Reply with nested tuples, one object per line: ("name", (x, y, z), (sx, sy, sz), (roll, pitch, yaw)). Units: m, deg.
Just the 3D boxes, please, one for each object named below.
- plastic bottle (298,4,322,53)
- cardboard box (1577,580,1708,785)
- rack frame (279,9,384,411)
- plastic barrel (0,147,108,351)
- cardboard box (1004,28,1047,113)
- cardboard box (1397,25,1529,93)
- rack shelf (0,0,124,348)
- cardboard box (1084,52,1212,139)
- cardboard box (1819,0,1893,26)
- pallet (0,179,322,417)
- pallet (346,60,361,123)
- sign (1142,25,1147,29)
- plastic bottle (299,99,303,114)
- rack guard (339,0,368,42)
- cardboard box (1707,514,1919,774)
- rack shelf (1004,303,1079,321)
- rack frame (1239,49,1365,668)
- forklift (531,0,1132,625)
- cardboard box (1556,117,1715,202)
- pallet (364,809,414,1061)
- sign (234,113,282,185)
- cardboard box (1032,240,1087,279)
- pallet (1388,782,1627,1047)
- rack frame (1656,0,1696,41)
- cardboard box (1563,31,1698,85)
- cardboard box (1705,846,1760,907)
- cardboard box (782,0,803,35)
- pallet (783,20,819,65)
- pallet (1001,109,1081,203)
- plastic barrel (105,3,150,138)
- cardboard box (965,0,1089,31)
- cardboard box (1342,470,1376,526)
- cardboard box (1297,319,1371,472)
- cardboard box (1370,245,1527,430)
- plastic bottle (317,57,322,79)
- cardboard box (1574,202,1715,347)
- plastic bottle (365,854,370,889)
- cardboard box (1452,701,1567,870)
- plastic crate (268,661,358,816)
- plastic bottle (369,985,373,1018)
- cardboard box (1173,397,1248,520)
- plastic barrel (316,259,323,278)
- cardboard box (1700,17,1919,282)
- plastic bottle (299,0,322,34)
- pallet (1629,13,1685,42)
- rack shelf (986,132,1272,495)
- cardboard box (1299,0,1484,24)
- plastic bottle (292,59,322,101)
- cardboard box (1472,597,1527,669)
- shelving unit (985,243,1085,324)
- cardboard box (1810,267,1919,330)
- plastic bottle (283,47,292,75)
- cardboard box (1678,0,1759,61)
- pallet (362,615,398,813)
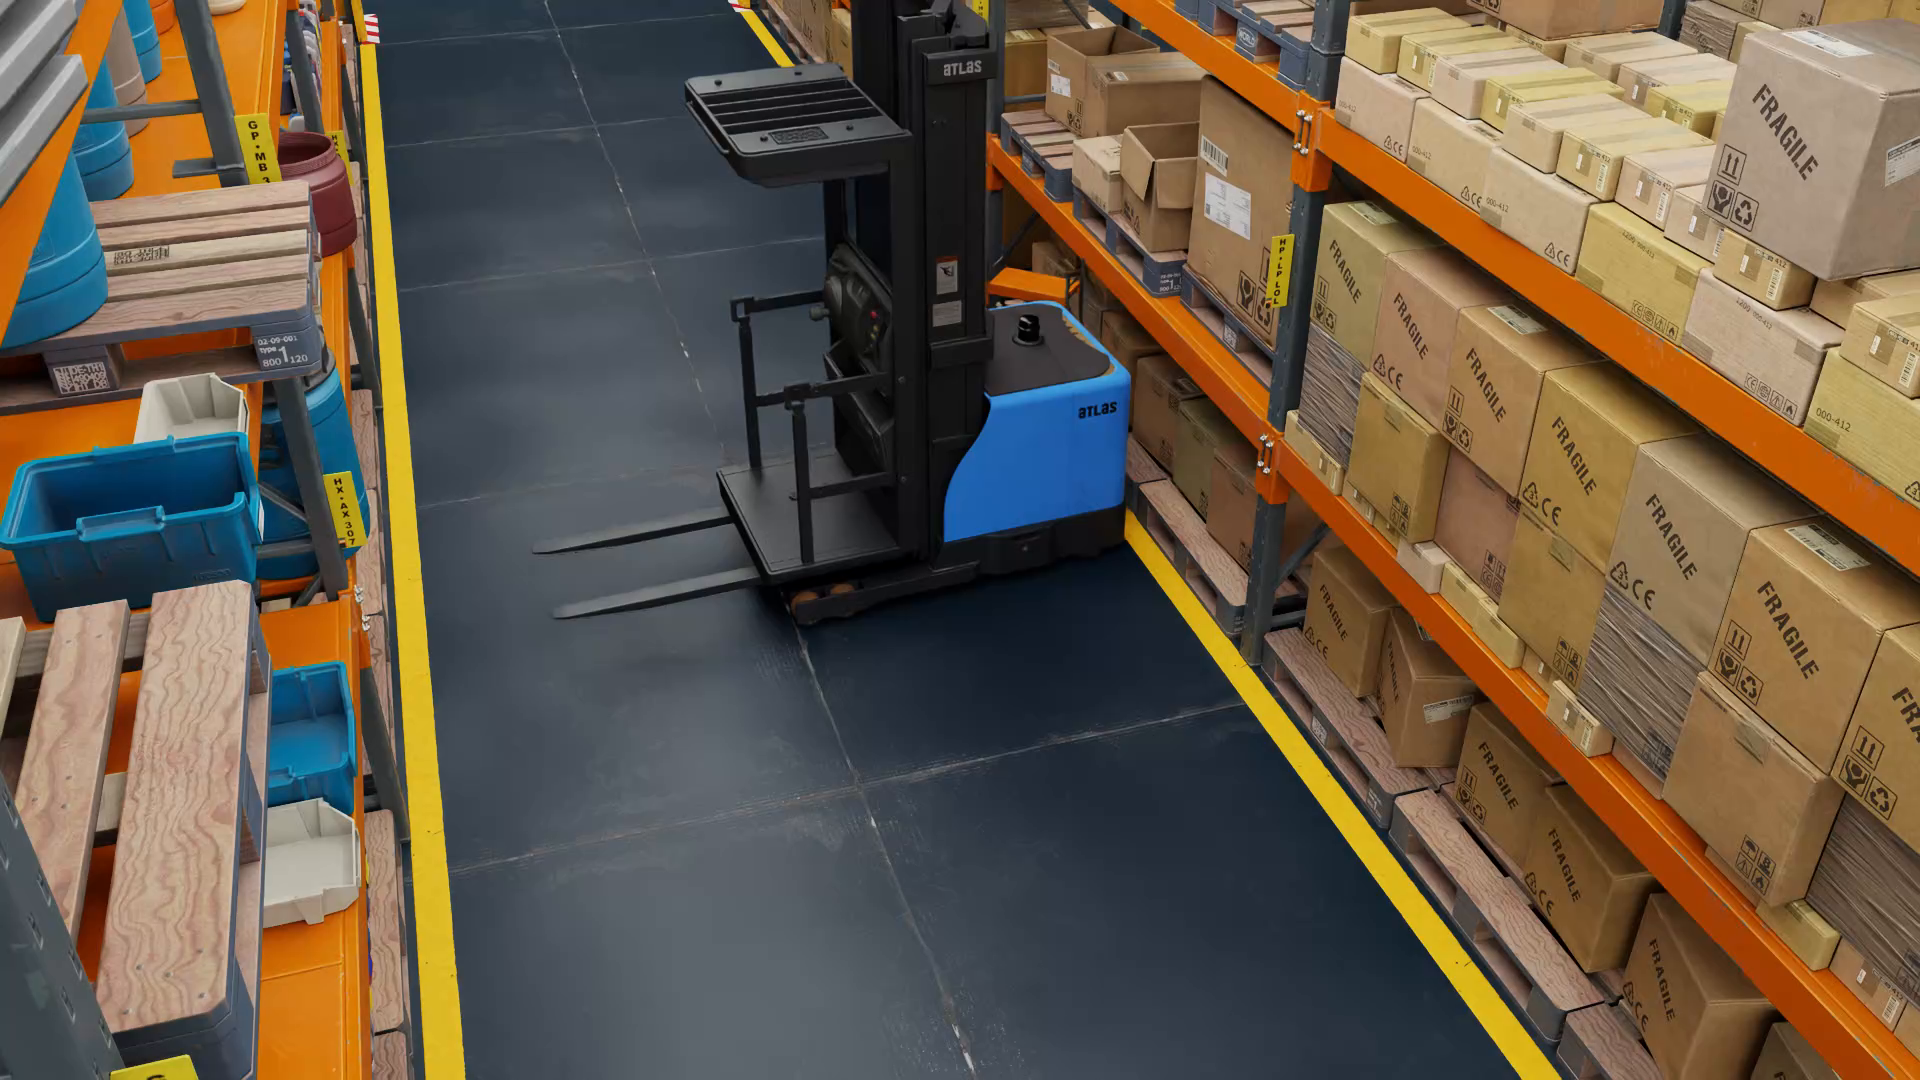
("plastic bottle", (-4.691, -3.661, 11.934), (0.144, 0.351, 0.185), (-10, 35, -15))
("cardboard box", (2.574, 0.387, 5.403), (0.875, 0.500, 0.500), (-10, 35, -15))
("rack frame", (-4.063, -2.009, 9.389), (1.000, 3.000, 0.127), (-10, 35, -15))
("plastic barrel", (-2.641, -1.004, 4.312), (0.600, 0.901, 0.708), (-10, 35, -15))
("cardboard box", (0.267, -3.101, 10.951), (0.500, 0.500, 0.500), (-9, 35, -13))
("cardboard box", (1.826, -1.747, 6.045), (0.380, 0.149, 0.250), (-12, 35, -17))
("rack shelf", (-2.233, -0.895, 3.277), (1.077, 0.370, 4.000), (-10, 35, -15))
("cardboard box", (1.122, -2.506, 9.670), (0.700, 0.500, 0.500), (-5, 34, -8))
("cardboard box", (5.850, -3.310, 10.361), (0.700, 0.500, 0.500), (-11, 35, -15))
("pallet", (-2.530, -0.719, 4.888), (1.213, 0.211, 1.003), (-10, 35, -15))
("pallet", (-5.920, -3.967, 14.882), (1.003, 0.211, 1.213), (-10, 35, -15))
("sign", (1.168, -3.388, 10.498), (0.100, 0.325, 0.005), (-10, 35, -15))
("plastic bottle", (-4.149, -2.737, 10.607), (0.097, 0.271, 0.097), (0, 33, 0))
("rack guard", (-6.523, -5.177, 16.451), (1.175, 0.500, 0.348), (-10, 35, -15))
("cardboard box", (2.533, 0.266, 4.678), (0.500, 0.500, 0.500), (-10, 35, -15))
("rack shelf", (0.419, -1.198, 9.510), (0.480, 0.148, 0.258), (15, 36, 21))
("rack frame", (1.874, -0.742, 7.472), (1.000, 3.000, 0.127), (-10, 35, -15))
("forklift", (-0.685, -1.124, 8.111), (3.031, 2.935, 1.130), (-12, 35, -17))
("cardboard box", (2.113, -1.196, 5.213), (0.380, 0.149, 0.250), (-11, 35, -16))
("pallet", (-2.678, 1.614, 6.436), (1.003, 0.211, 1.213), (-10, 35, -15))
("sign", (-2.316, -1.251, 5.513), (0.100, 0.325, 0.005), (-10, 35, -15))
("cardboard box", (0.877, -1.634, 10.690), (0.700, 0.500, 0.500), (-12, 35, -17))
("pallet", (2.488, 1.410, 6.745), (1.003, 0.211, 1.213), (-10, 35, -15))
("rack frame", (5.408, -3.623, 11.832), (1.000, 3.000, 0.127), (-10, 35, -15))
("cardboard box", (2.402, -1.702, 5.979), (0.380, 0.149, 0.250), (-12, 35, -17))
("cardboard box", (2.548, 0.960, 5.124), (0.380, 0.149, 0.250), (-10, 35, -15))
("cardboard box", (-1.237, -5.531, 16.265), (0.875, 0.875, 0.875), (-10, 35, -15))
("pallet", (-1.099, -4.833, 16.192), (1.003, 0.211, 1.213), (-10, 35, -15))
("pallet", (0.973, -2.406, 10.164), (1.213, 0.211, 1.003), (-10, 35, -15))
("plastic barrel", (-3.404, -1.944, 6.115), (0.600, 0.901, 0.600), (0, 33, 0))
("cardboard box", (0.446, -3.689, 10.931), (0.797, 0.503, 0.637), (-9, 34, -13))
("cardboard box", (1.820, -0.214, 6.900), (0.380, 0.149, 0.250), (-10, 35, -15))
("cardboard box", (1.952, -0.661, 6.989), (0.875, 0.500, 0.500), (-10, 35, -15))
("cardboard box", (1.923, -0.784, 6.267), (0.500, 0.500, 0.500), (-10, 35, -15))
("plastic bottle", (-4.487, -3.290, 11.508), (0.097, 0.201, 0.097), (0, 33, 0))
("cardboard box", (2.243, -0.837, 5.030), (0.500, 0.250, 0.500), (-11, 35, -16))
("plastic bottle", (-2.382, 1.238, 6.540), (0.061, 0.283, 0.133), (-8, 34, -12))
("cardboard box", (2.404, 0.955, 6.791), (0.500, 0.500, 0.500), (-13, 36, -19))
("plastic crate", (-2.247, 0.688, 5.442), (0.499, 0.251, 0.616), (-10, 35, -15))
("plastic bottle", (-2.215, 1.572, 5.973), (0.144, 0.351, 0.185), (-10, 35, -15))
("cardboard box", (1.580, -0.462, 8.917), (0.700, 0.500, 0.500), (-10, 35, -15))
("plastic barrel", (-3.546, -1.552, 8.596), (0.421, 0.512, 0.421), (0, 33, 0))
("cardboard box", (2.380, -1.039, 4.386), (0.500, 0.500, 0.500), (-10, 35, -15))
("plastic bottle", (-4.855, -3.905, 12.371), (0.152, 0.276, 0.135), (-10, 35, -15))
("pallet", (5.090, -3.899, 12.424), (1.213, 0.211, 1.003), (-10, 35, -15))
("rack shelf", (1.264, -1.492, 9.259), (1.077, 0.370, 4.000), (-10, 35, -15))
("cardboard box", (1.825, -2.475, 6.899), (0.797, 0.503, 0.637), (-12, 35, -17))
("plastic bottle", (-4.355, -3.083, 11.059), (0.144, 0.351, 0.185), (-10, 35, -15))
("cardboard box", (2.123, 0.311, 6.105), (0.380, 0.149, 0.250), (-10, 35, -15))
("shelving unit", (0.419, -1.067, 9.596), (0.503, 1.200, 0.258), (15, 36, 21))
("cardboard box", (2.501, -0.651, 4.387), (0.380, 0.149, 0.250), (-10, 35, -14))
("plastic bottle", (-4.591, -3.223, 11.343), (0.097, 0.271, 0.097), (0, 33, 0))
("cardboard box", (5.288, -3.384, 11.379), (0.500, 0.500, 0.500), (-10, 35, -14))
("pallet", (-3.119, 0.848, 7.594), (1.003, 0.211, 1.213), (-10, 35, -15))
